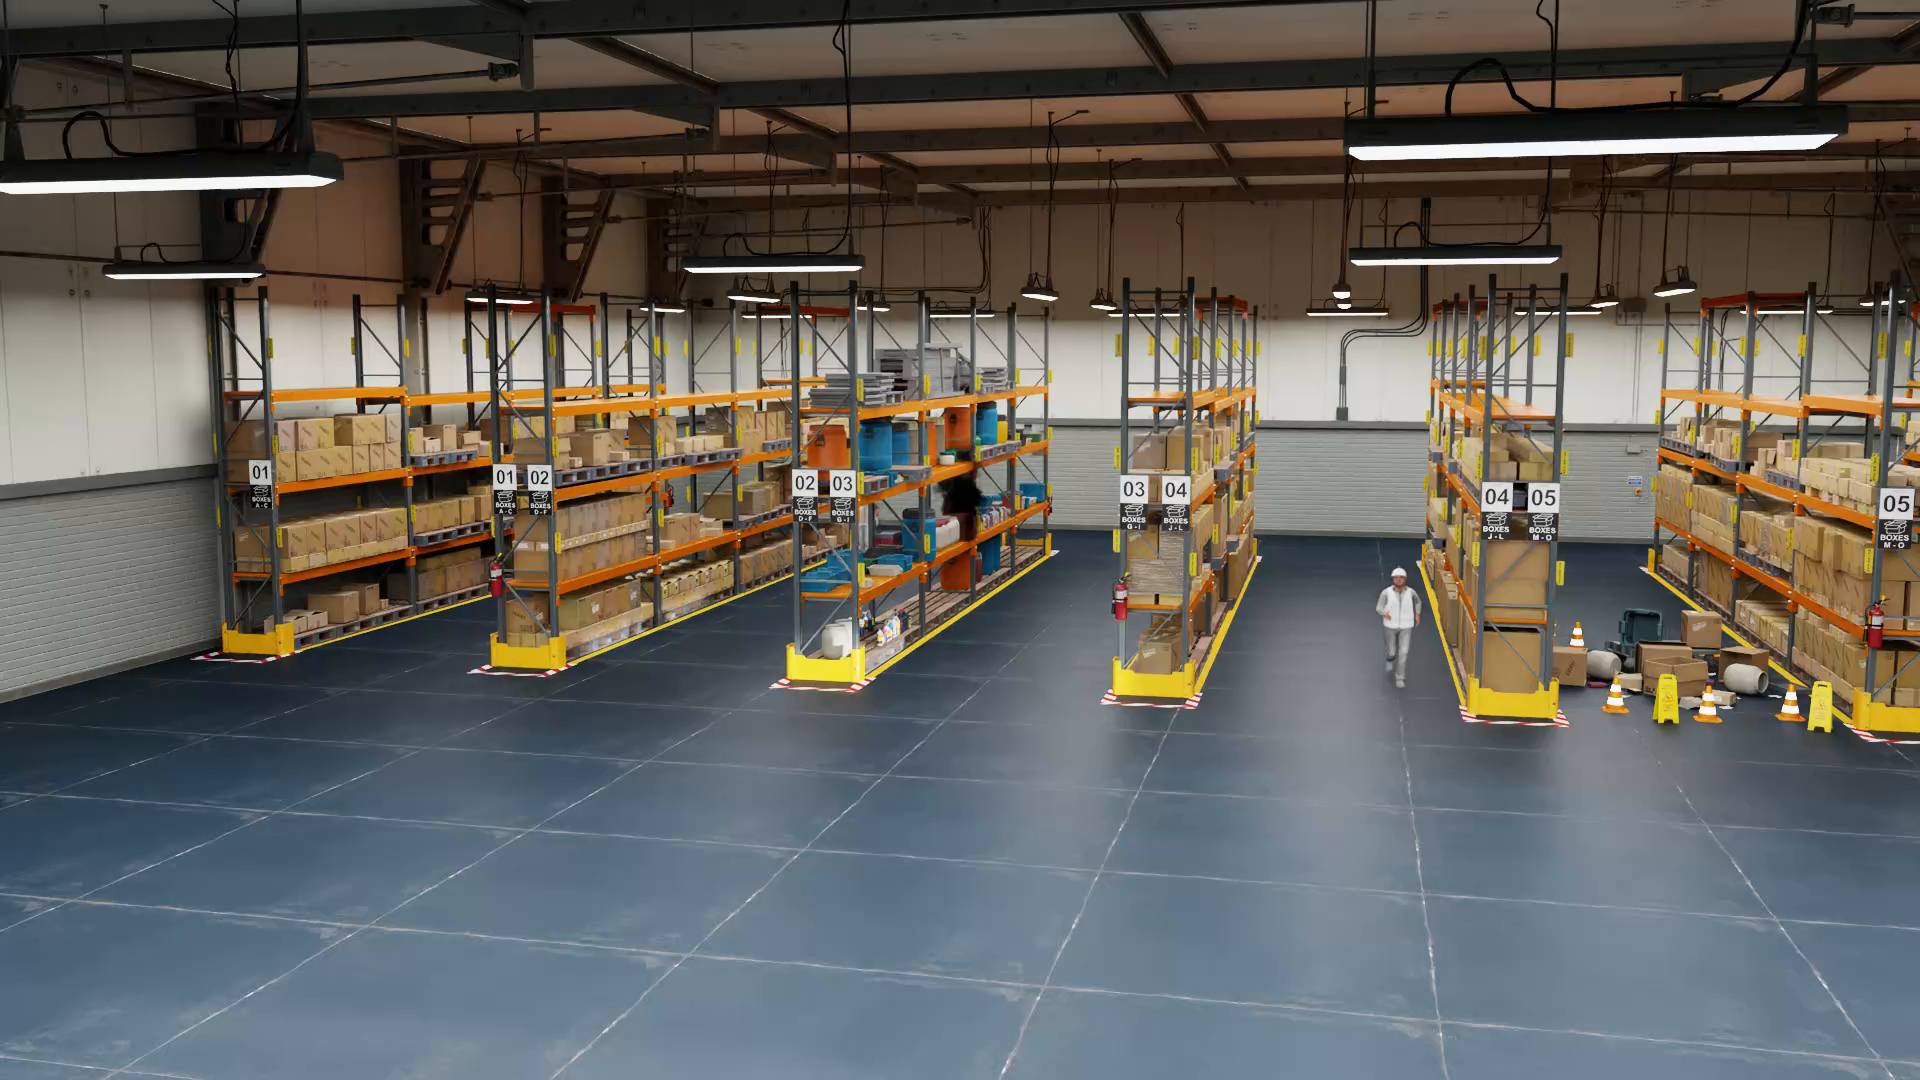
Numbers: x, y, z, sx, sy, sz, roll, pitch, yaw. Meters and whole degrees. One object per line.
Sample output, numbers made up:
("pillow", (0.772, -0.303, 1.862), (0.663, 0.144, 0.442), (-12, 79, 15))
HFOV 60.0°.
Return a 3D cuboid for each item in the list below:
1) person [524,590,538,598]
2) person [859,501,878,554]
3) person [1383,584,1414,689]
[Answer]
("person", (-7.950, 0.645, 31.025), (0.661, 1.442, 0.779), (1, 7, 7))
("person", (-2.093, -0.282, 36.244), (0.606, 1.819, 0.810), (0, 7, 2))
("person", (6.543, 1.403, 24.823), (0.445, 1.507, 0.971), (1, 7, 10))
